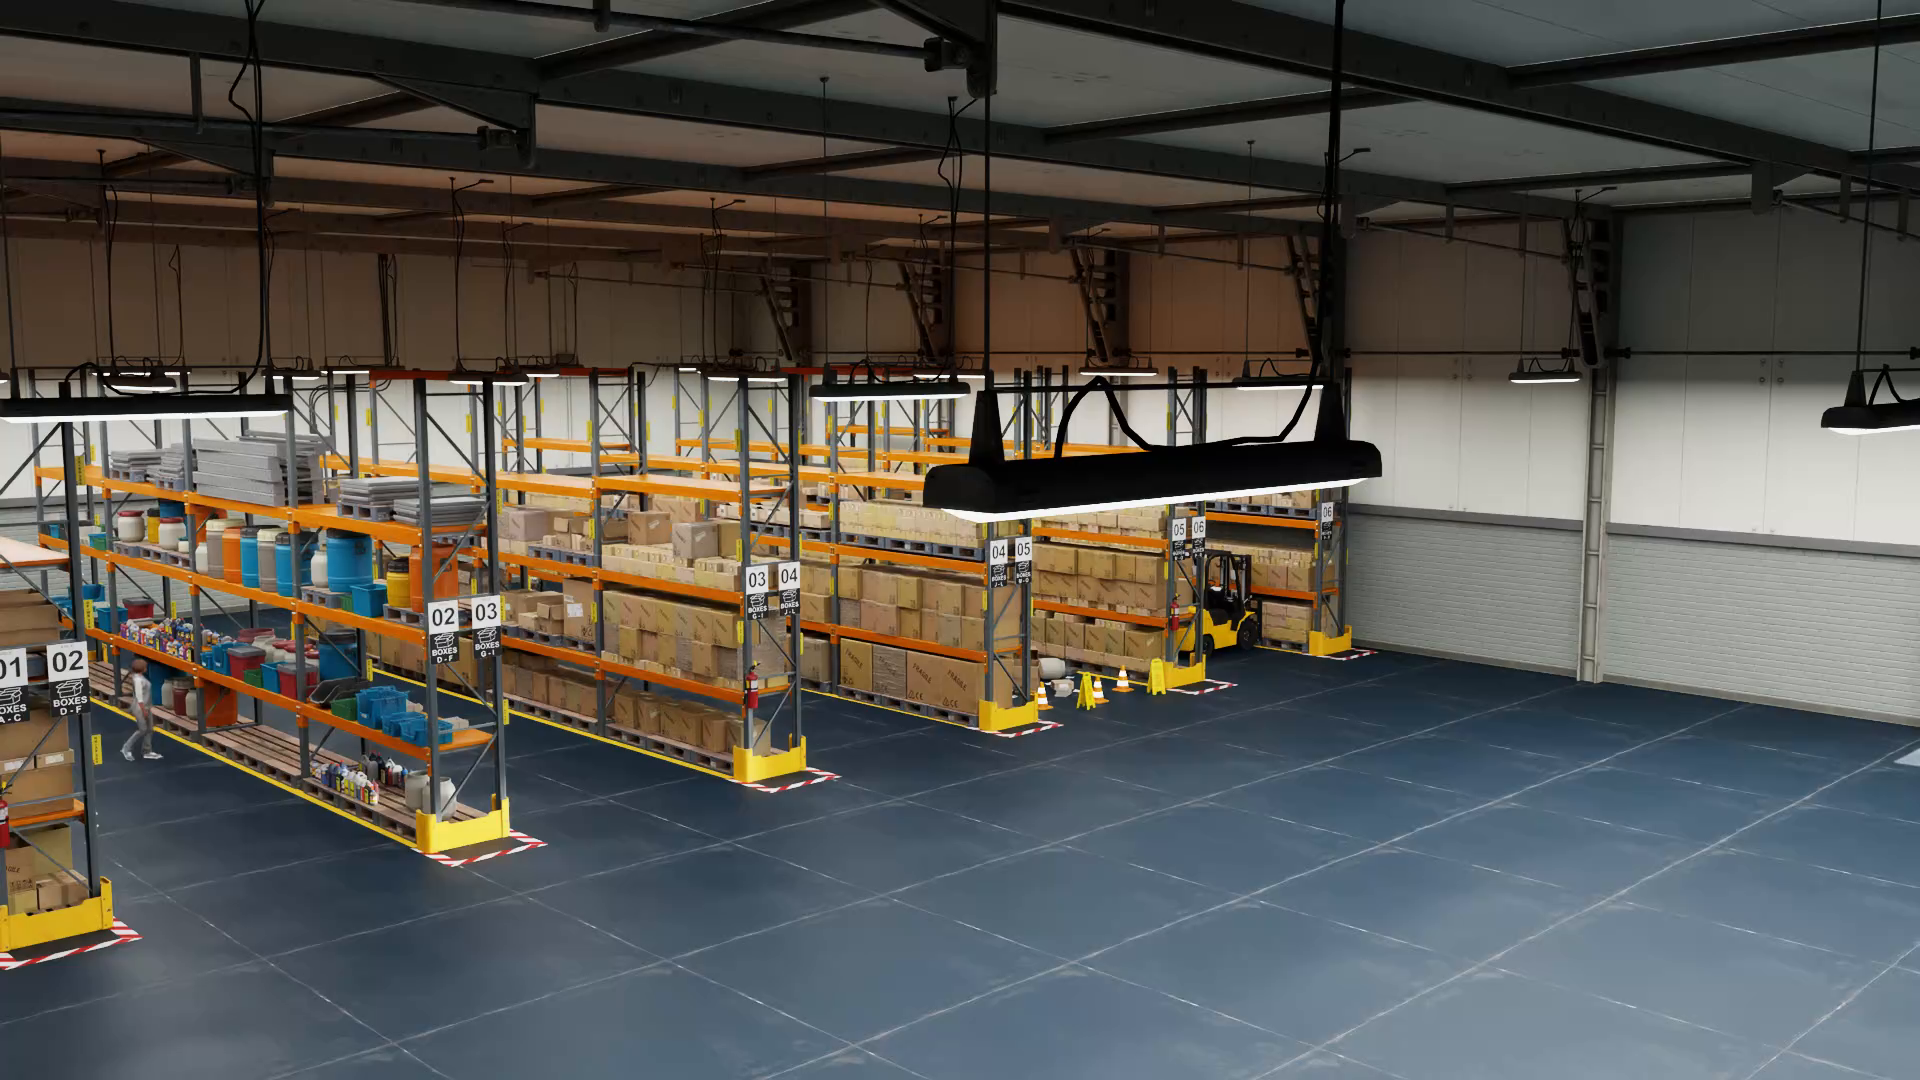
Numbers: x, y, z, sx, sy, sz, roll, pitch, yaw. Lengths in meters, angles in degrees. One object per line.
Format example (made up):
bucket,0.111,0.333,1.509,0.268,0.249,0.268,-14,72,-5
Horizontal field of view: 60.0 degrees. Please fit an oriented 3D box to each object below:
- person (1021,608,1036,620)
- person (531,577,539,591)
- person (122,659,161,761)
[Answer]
person,1.577,1.038,39.092,0.612,1.823,0.557,4,8,32
person,-8.852,1.619,34.552,0.375,1.715,0.532,-1,6,-7
person,-12.770,2.649,25.881,0.552,1.553,0.459,-1,6,-7
